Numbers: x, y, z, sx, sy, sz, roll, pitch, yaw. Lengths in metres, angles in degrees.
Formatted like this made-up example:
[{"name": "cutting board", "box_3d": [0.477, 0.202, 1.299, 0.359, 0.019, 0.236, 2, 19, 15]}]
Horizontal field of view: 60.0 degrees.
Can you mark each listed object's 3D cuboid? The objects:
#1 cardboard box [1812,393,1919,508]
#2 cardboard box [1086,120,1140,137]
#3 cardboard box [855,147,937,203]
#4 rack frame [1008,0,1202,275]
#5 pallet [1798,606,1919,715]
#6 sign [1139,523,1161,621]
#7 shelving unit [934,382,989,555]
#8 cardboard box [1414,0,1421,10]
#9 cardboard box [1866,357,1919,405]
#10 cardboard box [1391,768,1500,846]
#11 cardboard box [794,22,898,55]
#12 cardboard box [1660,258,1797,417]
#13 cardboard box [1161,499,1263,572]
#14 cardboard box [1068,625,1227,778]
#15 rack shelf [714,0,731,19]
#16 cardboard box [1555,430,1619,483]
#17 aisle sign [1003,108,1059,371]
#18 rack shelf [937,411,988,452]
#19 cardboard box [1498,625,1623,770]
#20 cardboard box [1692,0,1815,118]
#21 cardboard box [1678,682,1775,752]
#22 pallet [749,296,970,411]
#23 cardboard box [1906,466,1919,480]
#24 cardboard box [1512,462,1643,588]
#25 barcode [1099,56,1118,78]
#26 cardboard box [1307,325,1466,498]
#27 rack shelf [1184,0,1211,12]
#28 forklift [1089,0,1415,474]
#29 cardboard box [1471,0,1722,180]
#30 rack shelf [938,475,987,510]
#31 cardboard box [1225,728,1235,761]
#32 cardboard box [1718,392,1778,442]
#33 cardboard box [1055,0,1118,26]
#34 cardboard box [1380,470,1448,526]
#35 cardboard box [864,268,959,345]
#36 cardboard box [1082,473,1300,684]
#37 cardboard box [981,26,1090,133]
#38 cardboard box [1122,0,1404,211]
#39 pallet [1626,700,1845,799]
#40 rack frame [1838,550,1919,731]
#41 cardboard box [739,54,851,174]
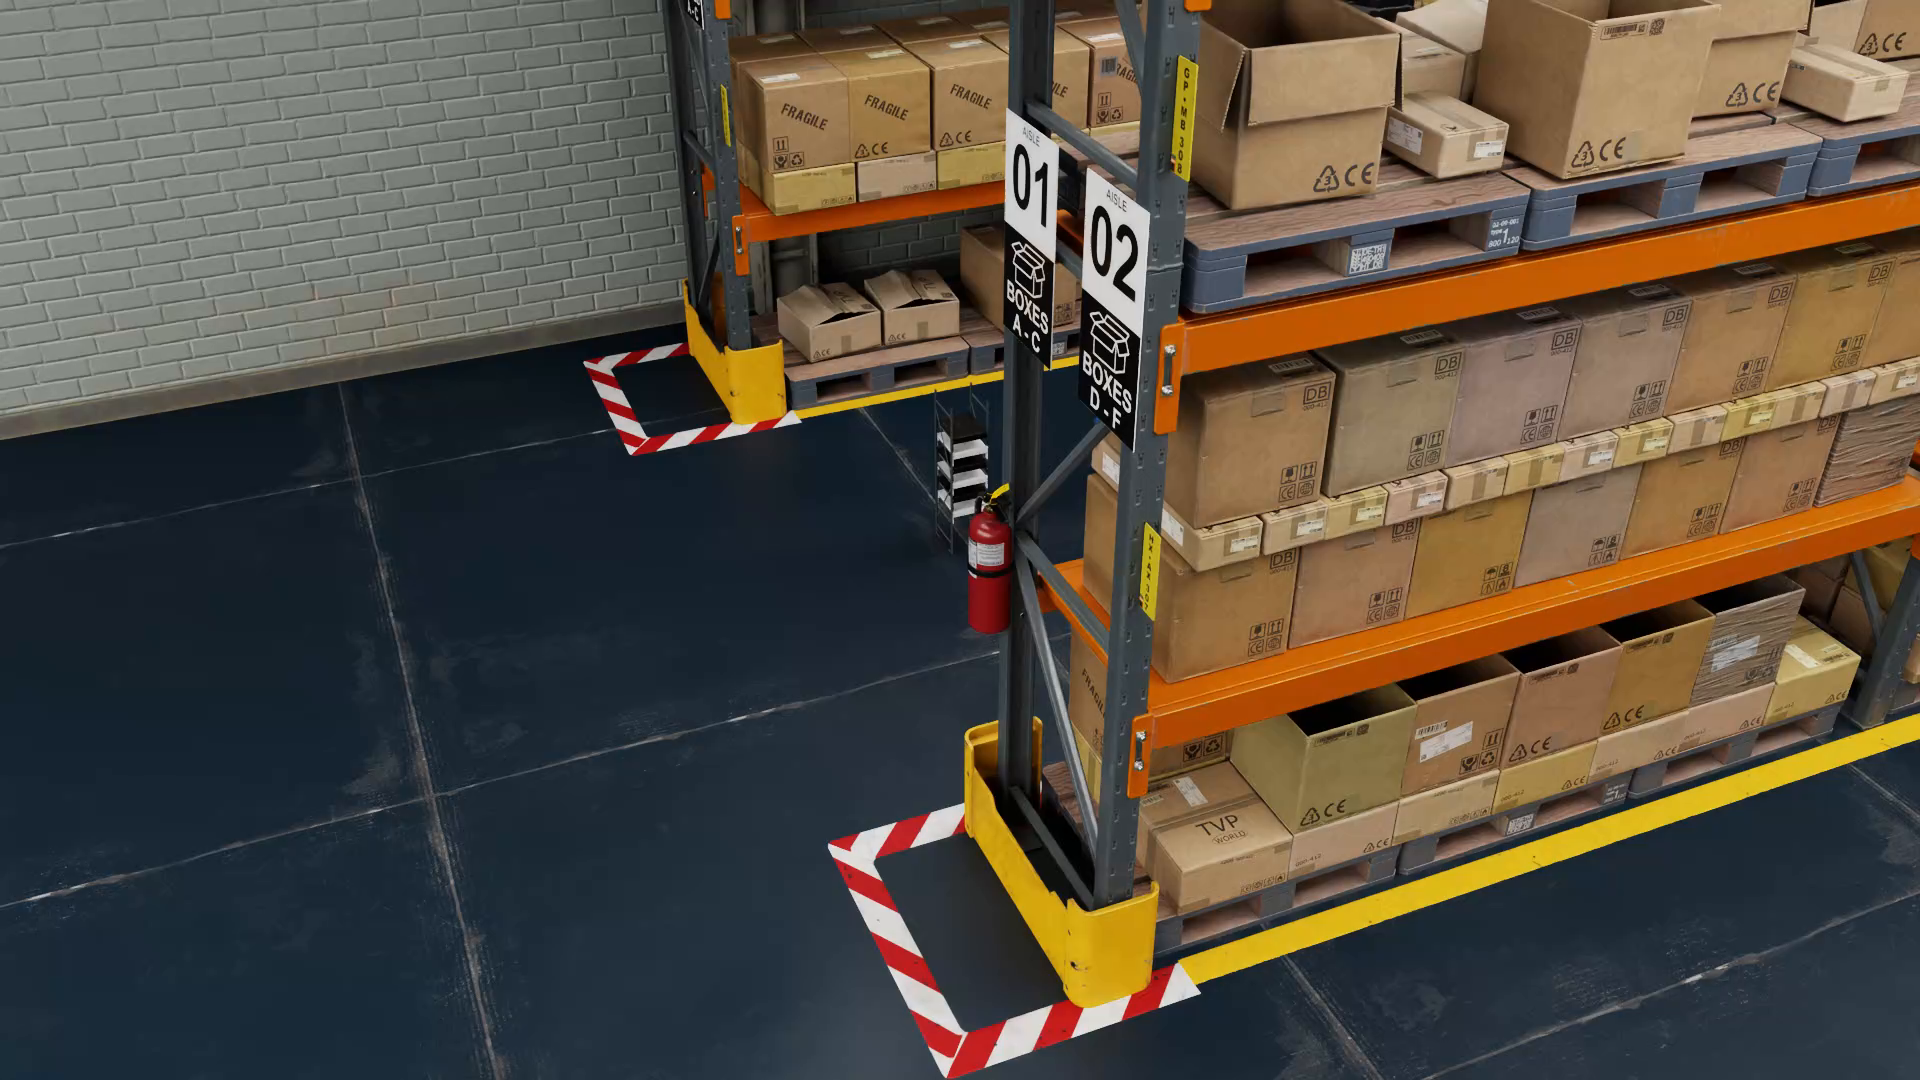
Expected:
[{"name": "cardboard box", "box_3d": [3.688, -0.569, 7.201, 0.500, 0.500, 0.700, -14, 36, -20]}, {"name": "cardboard box", "box_3d": [0.933, -2.593, 10.521, 0.500, 0.250, 0.500, -13, 35, -19]}, {"name": "cardboard box", "box_3d": [-0.469, -2.276, 10.034, 0.500, 0.250, 0.500, -14, 36, -20]}, {"name": "rack frame", "box_3d": [0.406, -2.294, 4.443, 0.127, 3.000, 1.000, -13, 35, -19]}, {"name": "pallet", "box_3d": [4.759, 0.369, 8.407, 1.213, 0.211, 1.003, -13, 35, -19]}, {"name": "sign", "box_3d": [0.616, 0.104, 5.391, 0.005, 0.325, 0.100, -13, 35, -19]}, {"name": "shelving unit", "box_3d": [0.007, -0.379, 8.925, 0.210, 0.900, 0.258, -13, 35, -19]}, {"name": "cardboard box", "box_3d": [2.656, -3.431, 11.196, 0.500, 0.500, 0.700, -13, 35, -19]}, {"name": "cardboard box", "box_3d": [3.698, -0.722, 6.840, 0.250, 0.149, 0.380, -14, 35, -20]}, {"name": "cardboard box", "box_3d": [1.908, 0.983, 7.044, 0.500, 0.250, 0.500, -13, 35, -19]}, {"name": "cardboard box", "box_3d": [-0.695, -2.838, 10.210, 0.500, 0.500, 0.500, -12, 35, -18]}, {"name": "cardboard box", "box_3d": [2.760, -0.900, 6.520, 0.500, 0.500, 0.700, -13, 35, -19]}, {"name": "cardboard box", "box_3d": [0.851, -0.068, 5.836, 0.250, 0.149, 0.380, -13, 35, -19]}, {"name": "cardboard box", "box_3d": [0.785, 0.619, 6.914, 0.500, 0.500, 0.500, -13, 35, -19]}, {"name": "rack shelf", "box_3d": [0.329, -3.648, 9.933, 4.000, 0.370, 1.077, -13, 35, -19]}, {"name": "cardboard box", "box_3d": [2.269, -0.392, 6.334, 0.250, 0.149, 0.380, -13, 35, -18]}, {"name": "aisle sign", "box_3d": [0.232, -1.003, 5.576, 0.004, 0.787, 0.394, -13, 35, -19]}, {"name": "rack shelf", "box_3d": [0.008, -0.577, 8.796, 0.200, 0.077, 0.258, -13, 35, -19]}, {"name": "cardboard box", "box_3d": [2.371, 0.566, 6.997, 0.500, 0.500, 0.500, -13, 35, -19]}, {"name": "cardboard box", "box_3d": [2.527, -1.875, 5.941, 0.637, 0.503, 0.797, -9, 34, -14]}, {"name": "cardboard box", "box_3d": [3.287, 0.661, 7.538, 0.500, 0.250, 0.500, -13, 35, -19]}, {"name": "pallet", "box_3d": [-0.682, -1.271, 10.928, 1.213, 0.211, 1.003, -13, 35, -19]}, {"name": "cardboard box", "box_3d": [4.834, -0.226, 8.386, 0.500, 0.311, 0.500, -12, 35, -18]}, {"name": "cardboard box", "box_3d": [2.268, -0.242, 6.698, 0.500, 0.500, 0.700, -12, 35, -18]}, {"name": "barcode", "box_3d": [0.498, -1.587, 5.574, 0.075, 0.075, 0.001, -13, 35, -19]}, {"name": "cardboard box", "box_3d": [1.373, -0.583, 6.032, 0.500, 0.500, 0.700, -14, 36, -20]}, {"name": "rack shelf", "box_3d": [2.250, -2.247, 5.397, 4.000, 0.370, 1.077, -13, 35, -19]}, {"name": "forklift", "box_3d": [2.324, -1.602, 8.943, 3.031, 2.935, 1.130, -10, 34, -16]}, {"name": "cardboard box", "box_3d": [2.043, -1.527, 5.409, 0.500, 0.500, 0.500, -13, 35, -19]}, {"name": "rack shelf", "box_3d": [0.007, -0.276, 8.992, 0.200, 0.077, 0.258, -13, 35, -19]}, {"name": "cardboard box", "box_3d": [1.243, 0.823, 7.288, 0.500, 0.250, 0.500, -13, 35, -19]}, {"name": "cardboard box", "box_3d": [2.988, -0.559, 6.590, 0.250, 0.149, 0.380, -13, 35, -19]}, {"name": "cardboard box", "box_3d": [0.719, -3.170, 10.722, 0.500, 0.500, 0.500, -12, 35, -18]}, {"name": "cardboard box", "box_3d": [1.558, -0.229, 6.084, 0.250, 0.149, 0.380, -13, 35, -20]}, {"name": "cardboard box", "box_3d": [-0.316, -1.549, 10.860, 0.500, 0.311, 0.500, -10, 34, -15]}, {"name": "cardboard box", "box_3d": [0.842, 0.086, 6.194, 0.500, 0.500, 0.700, -13, 35, -19]}, {"name": "cardboard box", "box_3d": [0.451, -2.800, 10.152, 0.500, 0.500, 0.500, -12, 35, -17]}, {"name": "cardboard box", "box_3d": [0.938, -1.434, 5.263, 0.637, 0.503, 0.797, -10, 34, -16]}, {"name": "pallet", "box_3d": [3.345, 0.691, 7.912, 1.213, 0.211, 1.003, -13, 35, -19]}, {"name": "rack frame", "box_3d": [4.094, -0.624, 7.377, 0.127, 3.000, 1.000, -13, 35, -19]}, {"name": "cardboard box", "box_3d": [-0.958, -2.480, 9.660, 0.500, 0.500, 0.500, -13, 35, -19]}]
